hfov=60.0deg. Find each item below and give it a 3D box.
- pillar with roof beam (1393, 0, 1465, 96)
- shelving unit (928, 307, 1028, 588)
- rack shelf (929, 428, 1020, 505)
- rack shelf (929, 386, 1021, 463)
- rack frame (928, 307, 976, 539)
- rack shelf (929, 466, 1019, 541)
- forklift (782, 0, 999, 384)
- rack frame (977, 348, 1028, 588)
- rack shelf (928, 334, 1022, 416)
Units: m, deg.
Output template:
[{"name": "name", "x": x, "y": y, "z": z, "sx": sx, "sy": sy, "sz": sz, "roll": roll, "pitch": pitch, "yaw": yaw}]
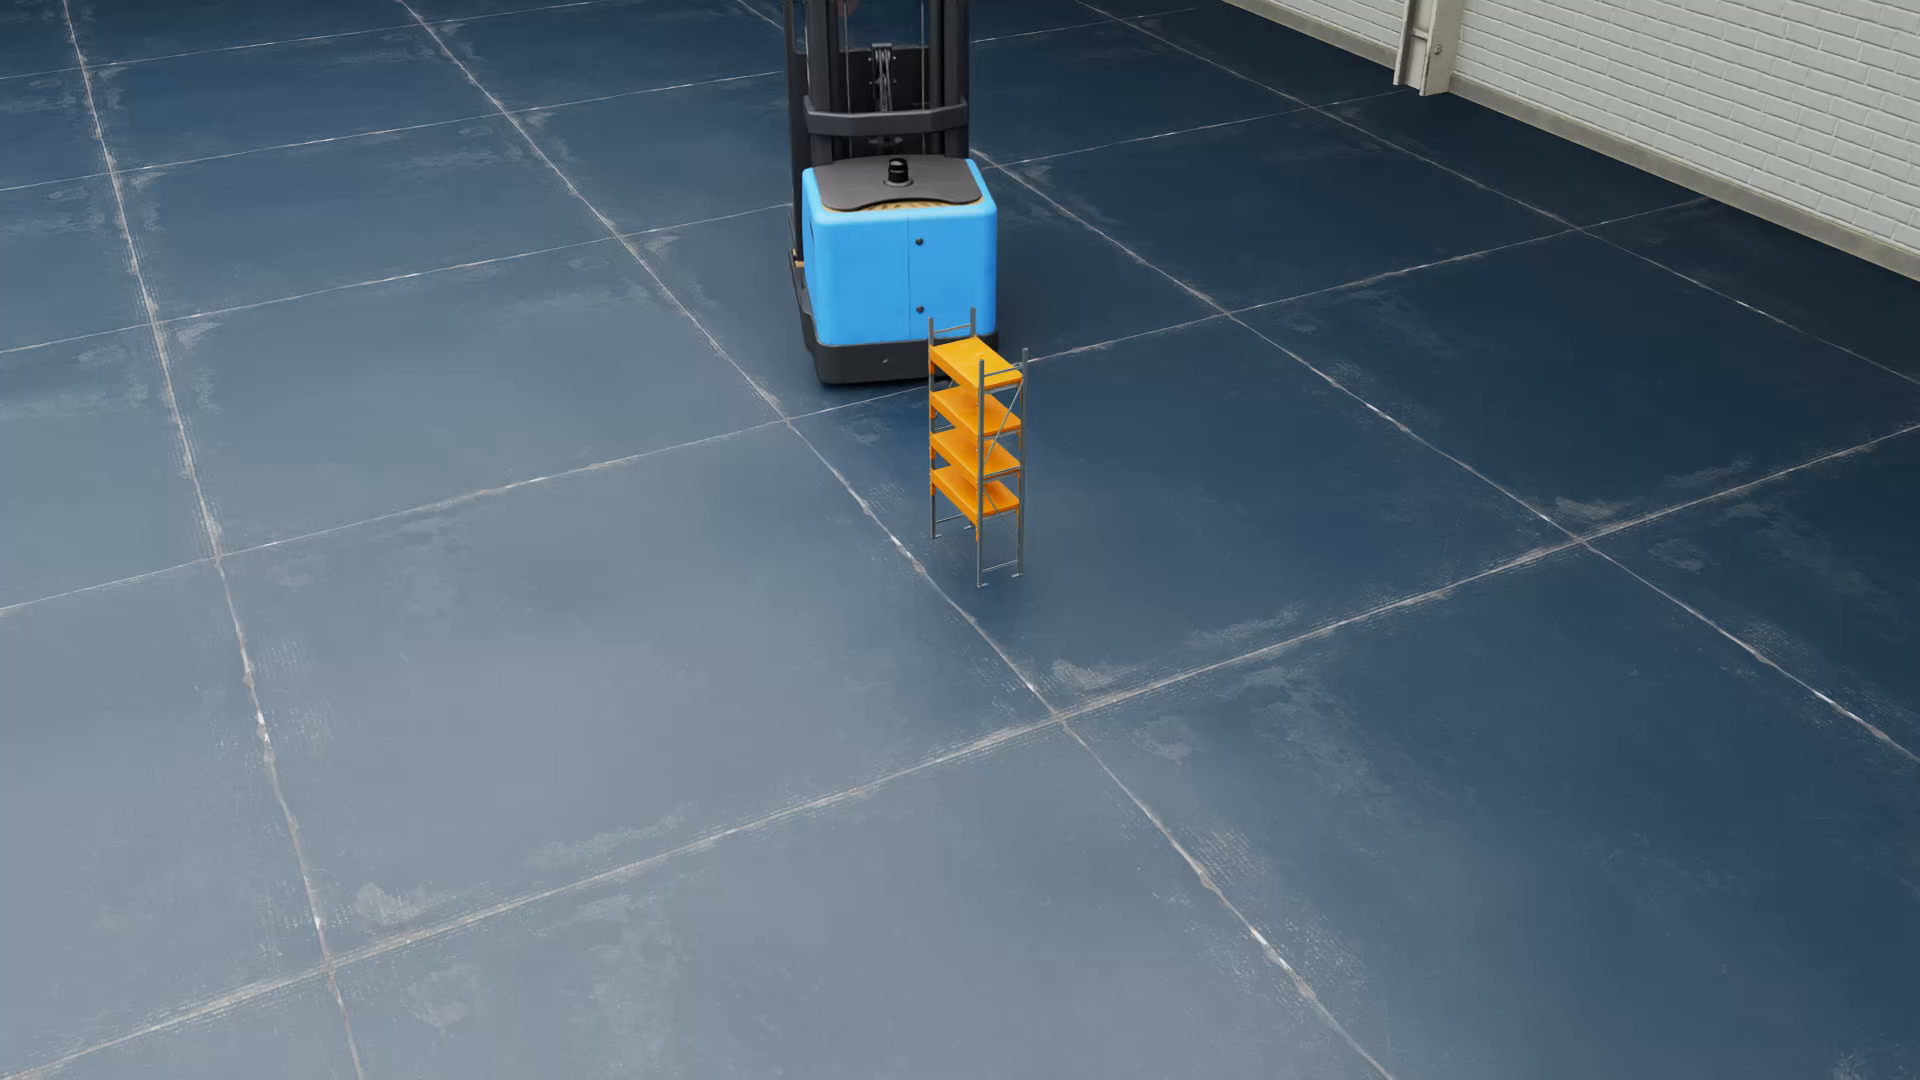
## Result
[{"name": "pillar with roof beam", "x": 0.175, "y": -6.616, "z": 10.234, "sx": 9.100, "sy": 9.000, "sz": 0.400, "roll": -16, "pitch": 36, "yaw": -23}, {"name": "shelving unit", "x": 0.077, "y": -0.426, "z": 7.803, "sx": 0.258, "sy": 1.200, "sz": 0.503, "roll": -16, "pitch": 36, "yaw": -23}, {"name": "rack shelf", "x": 0.077, "y": -0.370, "z": 7.839, "sx": 0.258, "sy": 0.148, "sz": 0.480, "roll": -16, "pitch": 36, "yaw": -23}, {"name": "rack shelf", "x": 0.077, "y": -0.558, "z": 7.719, "sx": 0.258, "sy": 0.148, "sz": 0.480, "roll": -16, "pitch": 36, "yaw": -23}, {"name": "rack frame", "x": -0.037, "y": -0.543, "z": 7.985, "sx": 0.240, "sy": 1.200, "sz": 0.015, "roll": -16, "pitch": 36, "yaw": -23}, {"name": "rack shelf", "x": 0.077, "y": -0.202, "z": 7.946, "sx": 0.258, "sy": 0.148, "sz": 0.480, "roll": -16, "pitch": 36, "yaw": -23}, {"name": "forklift", "x": -0.528, "y": -2.908, "z": 10.072, "sx": 1.130, "sy": 2.935, "sz": 3.031, "roll": -5, "pitch": 33, "yaw": -8}, {"name": "rack frame", "x": 0.191, "y": -0.310, "z": 7.621, "sx": 0.240, "sy": 1.200, "sz": 0.015, "roll": -16, "pitch": 36, "yaw": -23}, {"name": "rack shelf", "x": 0.077, "y": -0.757, "z": 7.591, "sx": 0.258, "sy": 0.148, "sz": 0.480, "roll": -16, "pitch": 36, "yaw": -23}]
